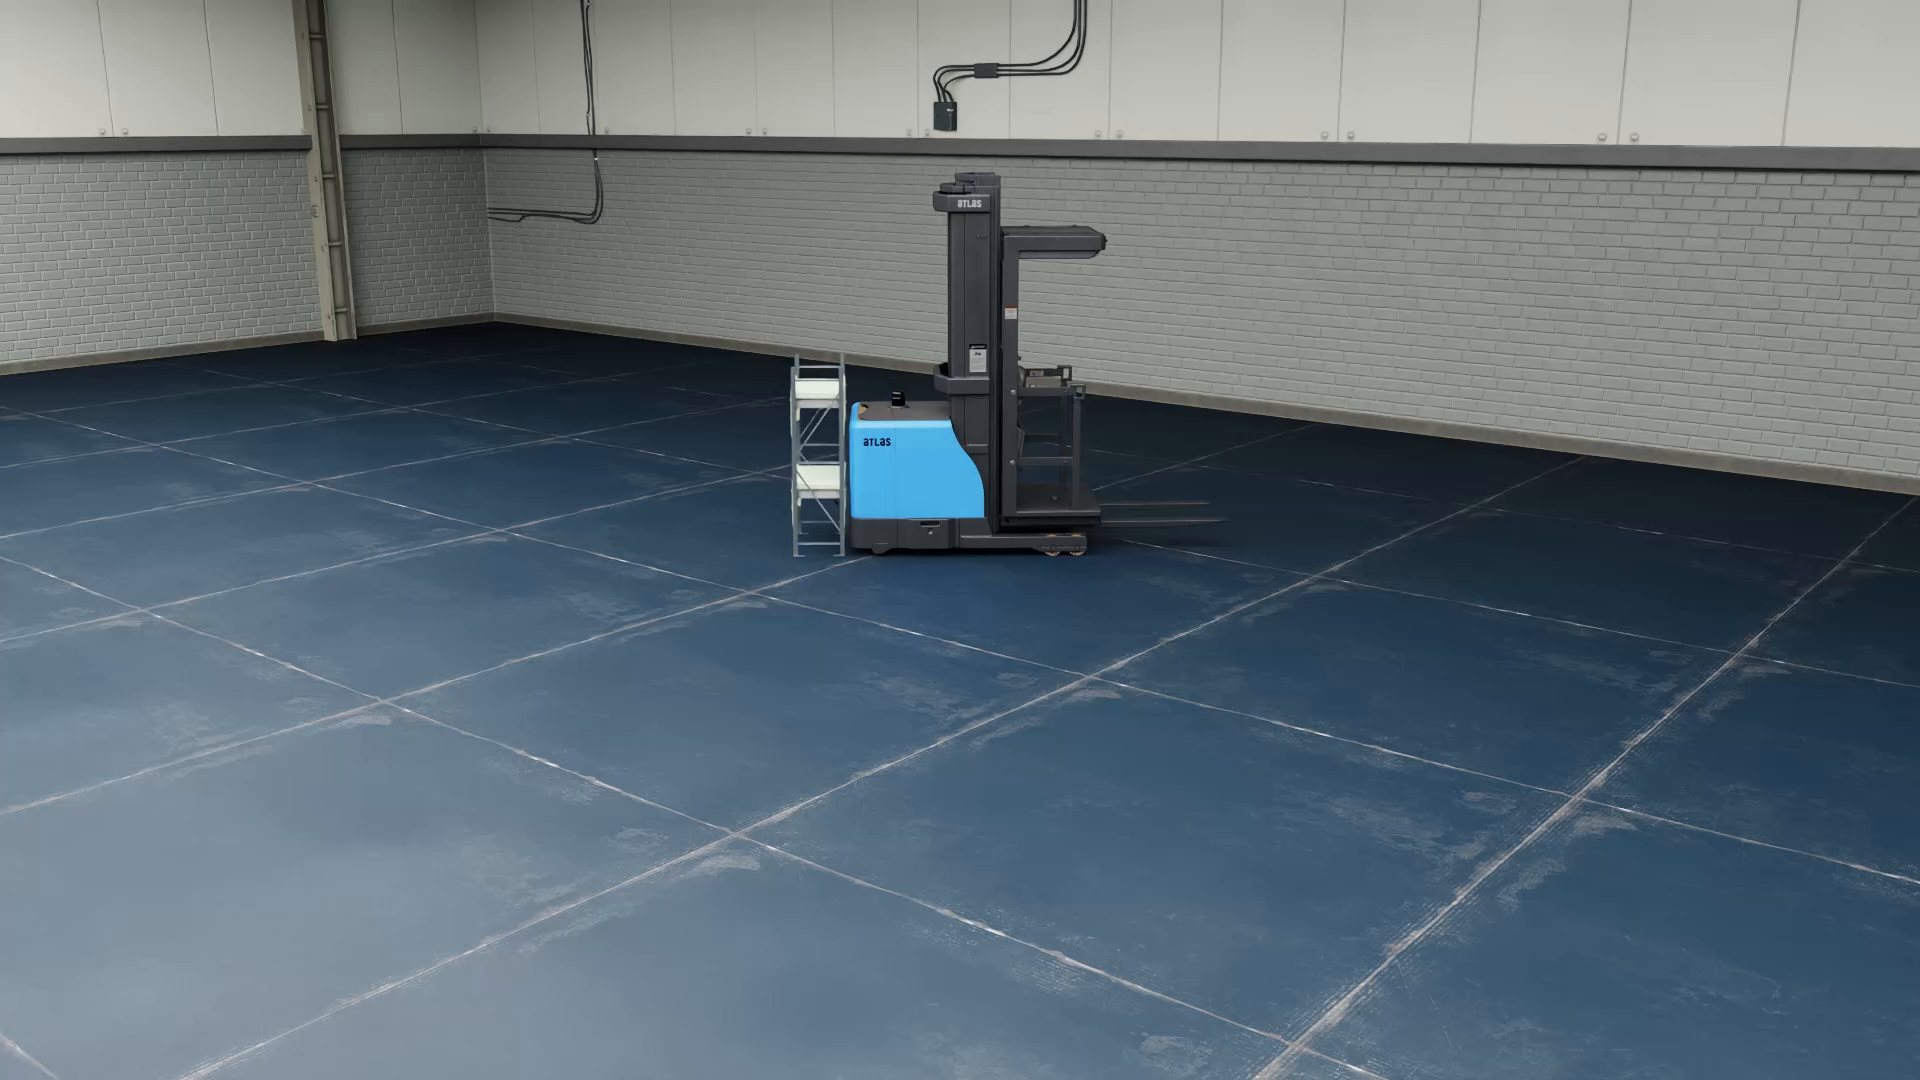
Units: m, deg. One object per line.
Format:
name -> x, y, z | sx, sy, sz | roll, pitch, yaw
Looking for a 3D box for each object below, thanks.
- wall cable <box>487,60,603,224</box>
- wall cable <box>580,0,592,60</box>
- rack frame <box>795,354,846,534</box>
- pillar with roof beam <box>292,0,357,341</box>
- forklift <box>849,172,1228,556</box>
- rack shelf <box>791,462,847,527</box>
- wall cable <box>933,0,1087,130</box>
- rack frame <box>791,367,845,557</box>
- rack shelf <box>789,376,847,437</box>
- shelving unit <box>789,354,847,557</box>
wall cable -> -6.797, -6.354, 26.664 | 3.097, 2.526, 0.112 | 11, 18, 38
wall cable -> -4.693, -8.383, 24.395 | 3.097, 2.526, 0.112 | 11, 18, 38
rack frame -> -1.143, -0.778, 13.630 | 0.400, 1.500, 0.023 | 0, 14, -3
pillar with roof beam -> -6.329, -6.833, 22.244 | 9.100, 9.000, 0.400 | 11, 18, 38
forklift -> 0.622, -1.427, 13.286 | 3.031, 2.935, 1.130 | -1, 14, -2
rack shelf -> -1.126, -0.372, 13.356 | 0.431, 0.370, 0.720 | 0, 14, -3
wall cable -> 0.577, -8.035, 20.068 | 2.305, 6.003, 0.169 | 11, 18, 38
rack frame -> -1.103, -0.598, 12.922 | 0.400, 1.500, 0.023 | 0, 14, -3
rack shelf -> -1.119, -1.066, 13.180 | 0.431, 0.370, 0.720 | 0, 14, -3
shelving unit -> -1.123, -0.688, 13.276 | 0.431, 1.500, 0.755 | 0, 14, -3
